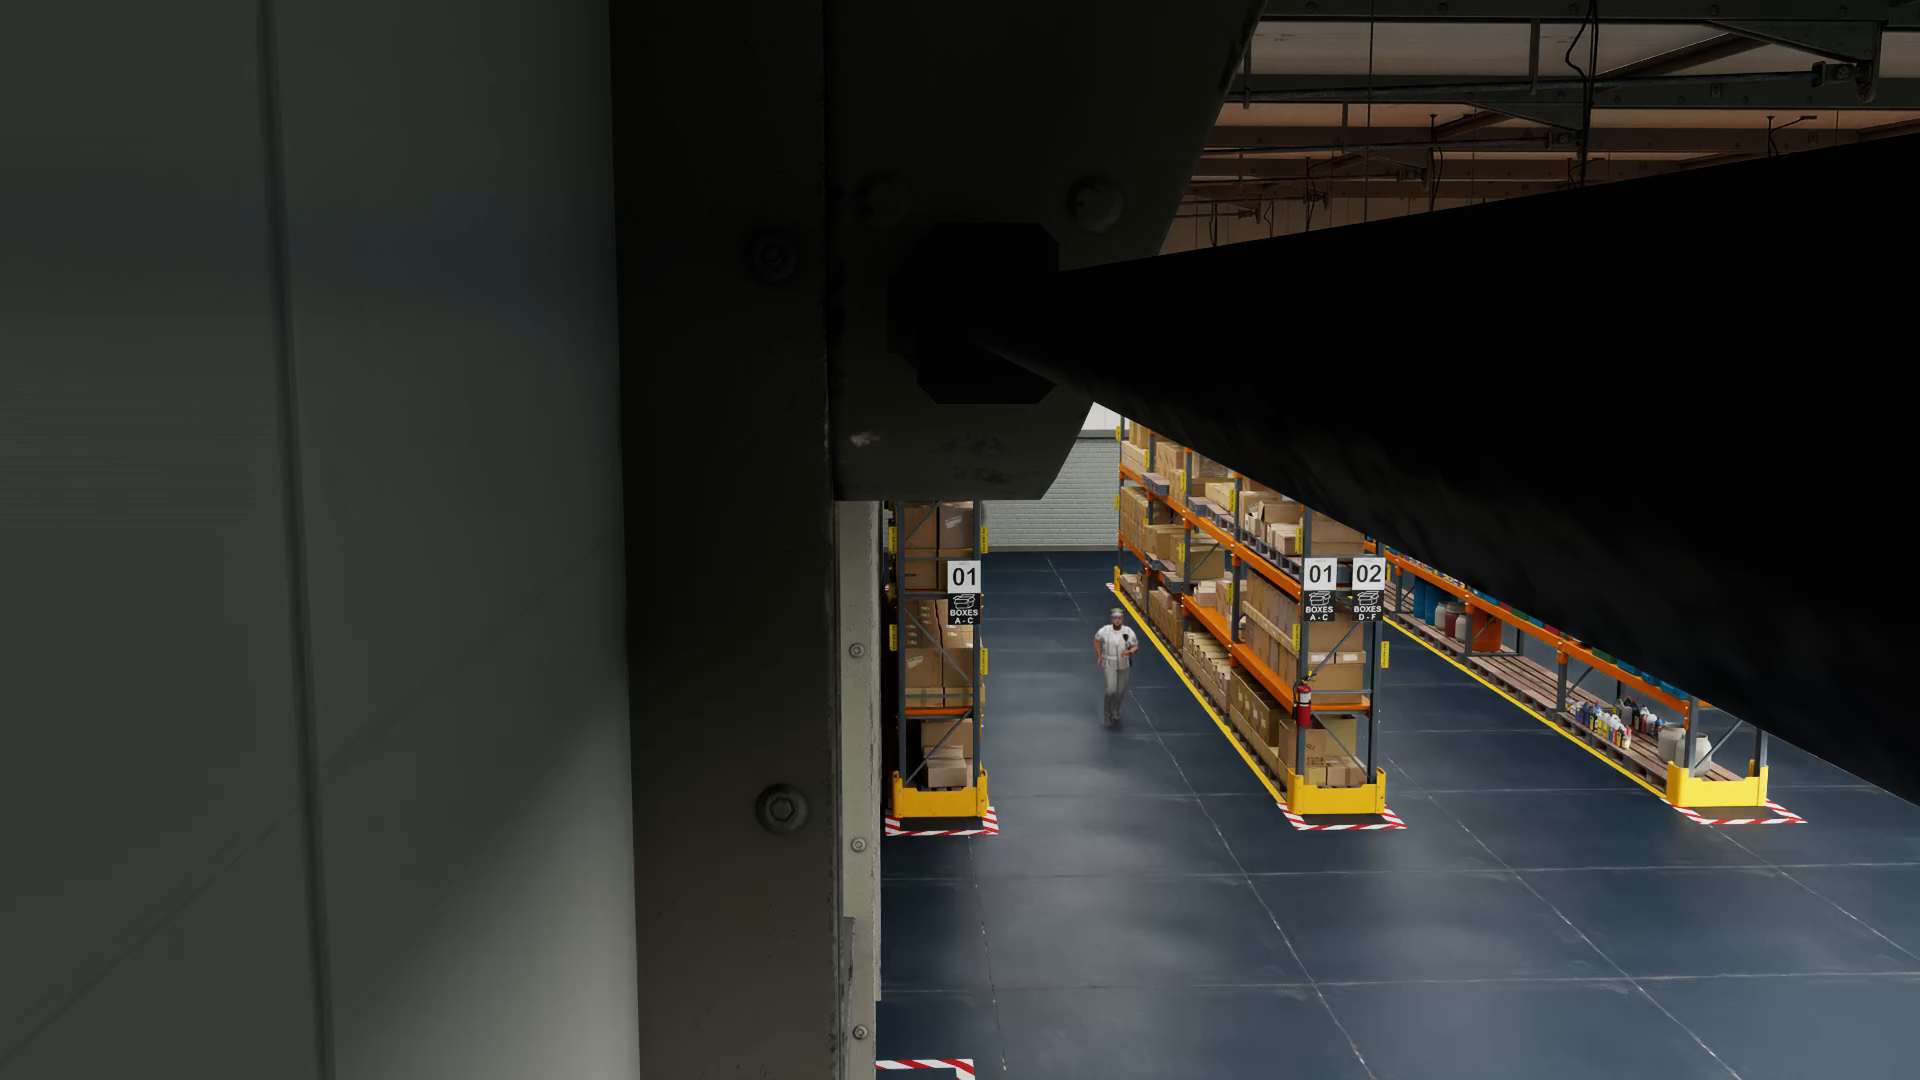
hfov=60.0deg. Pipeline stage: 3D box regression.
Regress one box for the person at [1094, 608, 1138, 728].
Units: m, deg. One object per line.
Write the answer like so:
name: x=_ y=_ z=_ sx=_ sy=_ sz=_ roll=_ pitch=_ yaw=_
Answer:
person: x=2.342 y=1.900 z=24.816 sx=0.629 sy=1.815 sz=0.724 roll=-1 pitch=8 yaw=-4
